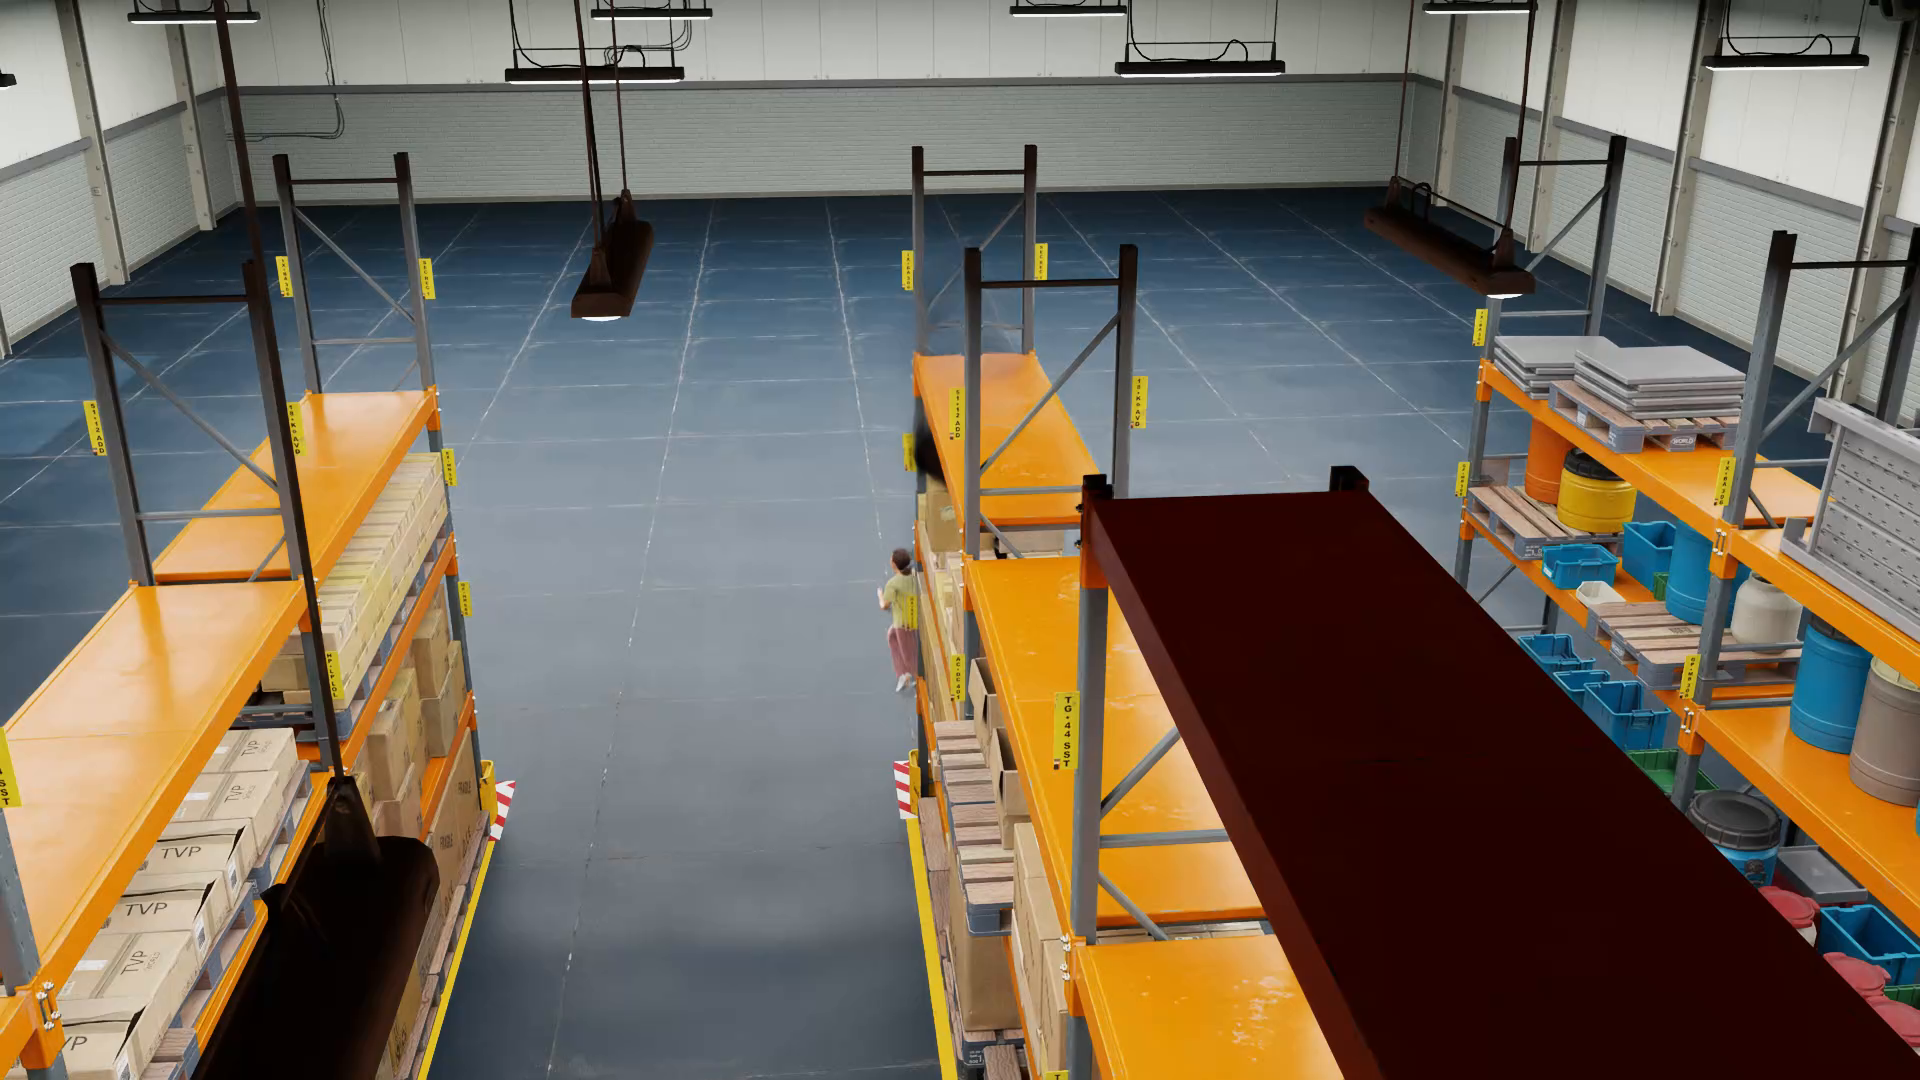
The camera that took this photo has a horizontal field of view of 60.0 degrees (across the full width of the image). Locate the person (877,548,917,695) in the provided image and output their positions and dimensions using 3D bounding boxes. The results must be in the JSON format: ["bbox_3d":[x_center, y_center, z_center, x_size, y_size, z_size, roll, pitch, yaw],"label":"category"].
[{"bbox_3d":[-0.518,0.892,17.154,0.786,1.636,0.604,18,28,38],"label":"person"}]
